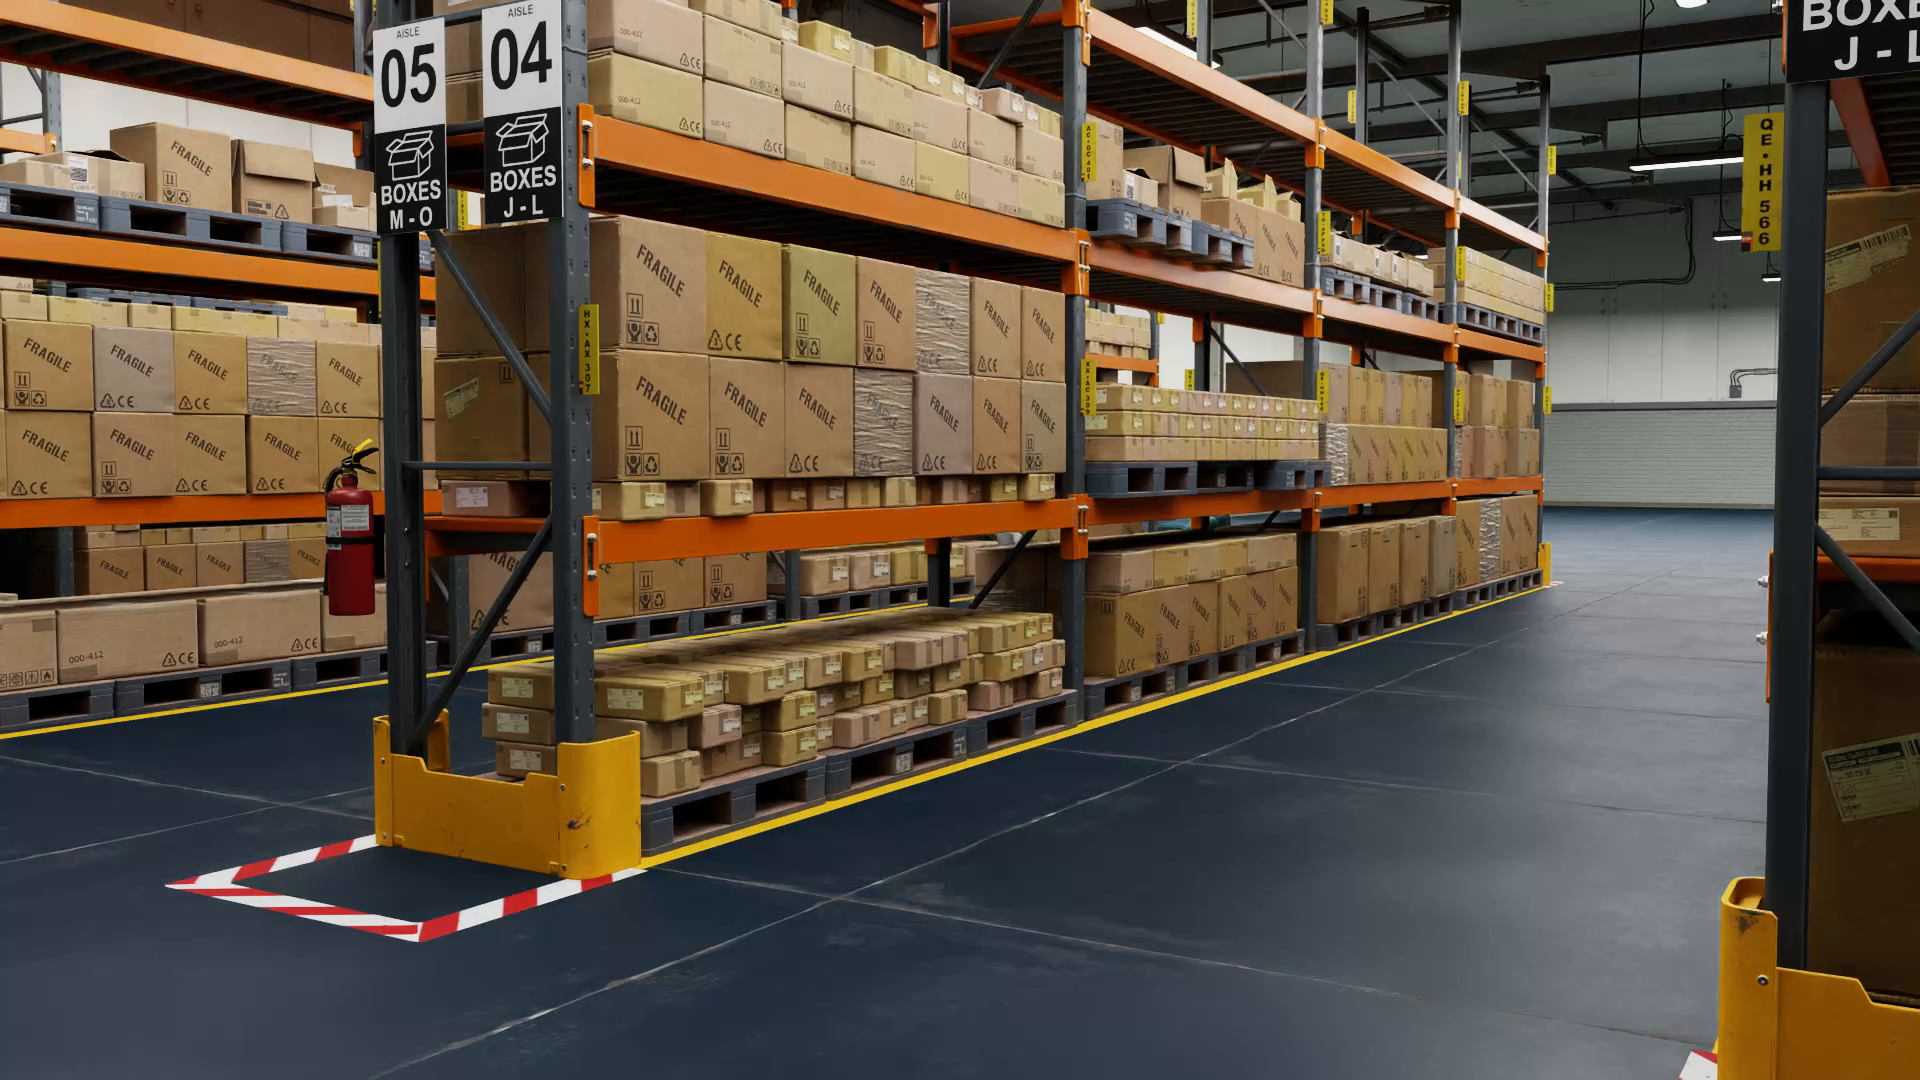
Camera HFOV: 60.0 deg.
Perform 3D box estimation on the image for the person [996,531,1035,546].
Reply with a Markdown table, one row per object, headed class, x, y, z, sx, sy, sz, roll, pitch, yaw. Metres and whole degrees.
| class | x | y | z | sx | sy | sz | roll | pitch | yaw |
| --- | --- | --- | --- | --- | --- | --- | --- | --- | --- |
| person | 0.578 | -0.064 | 14.891 | 0.642 | 1.682 | 0.503 | 1 | 3 | 25 |
